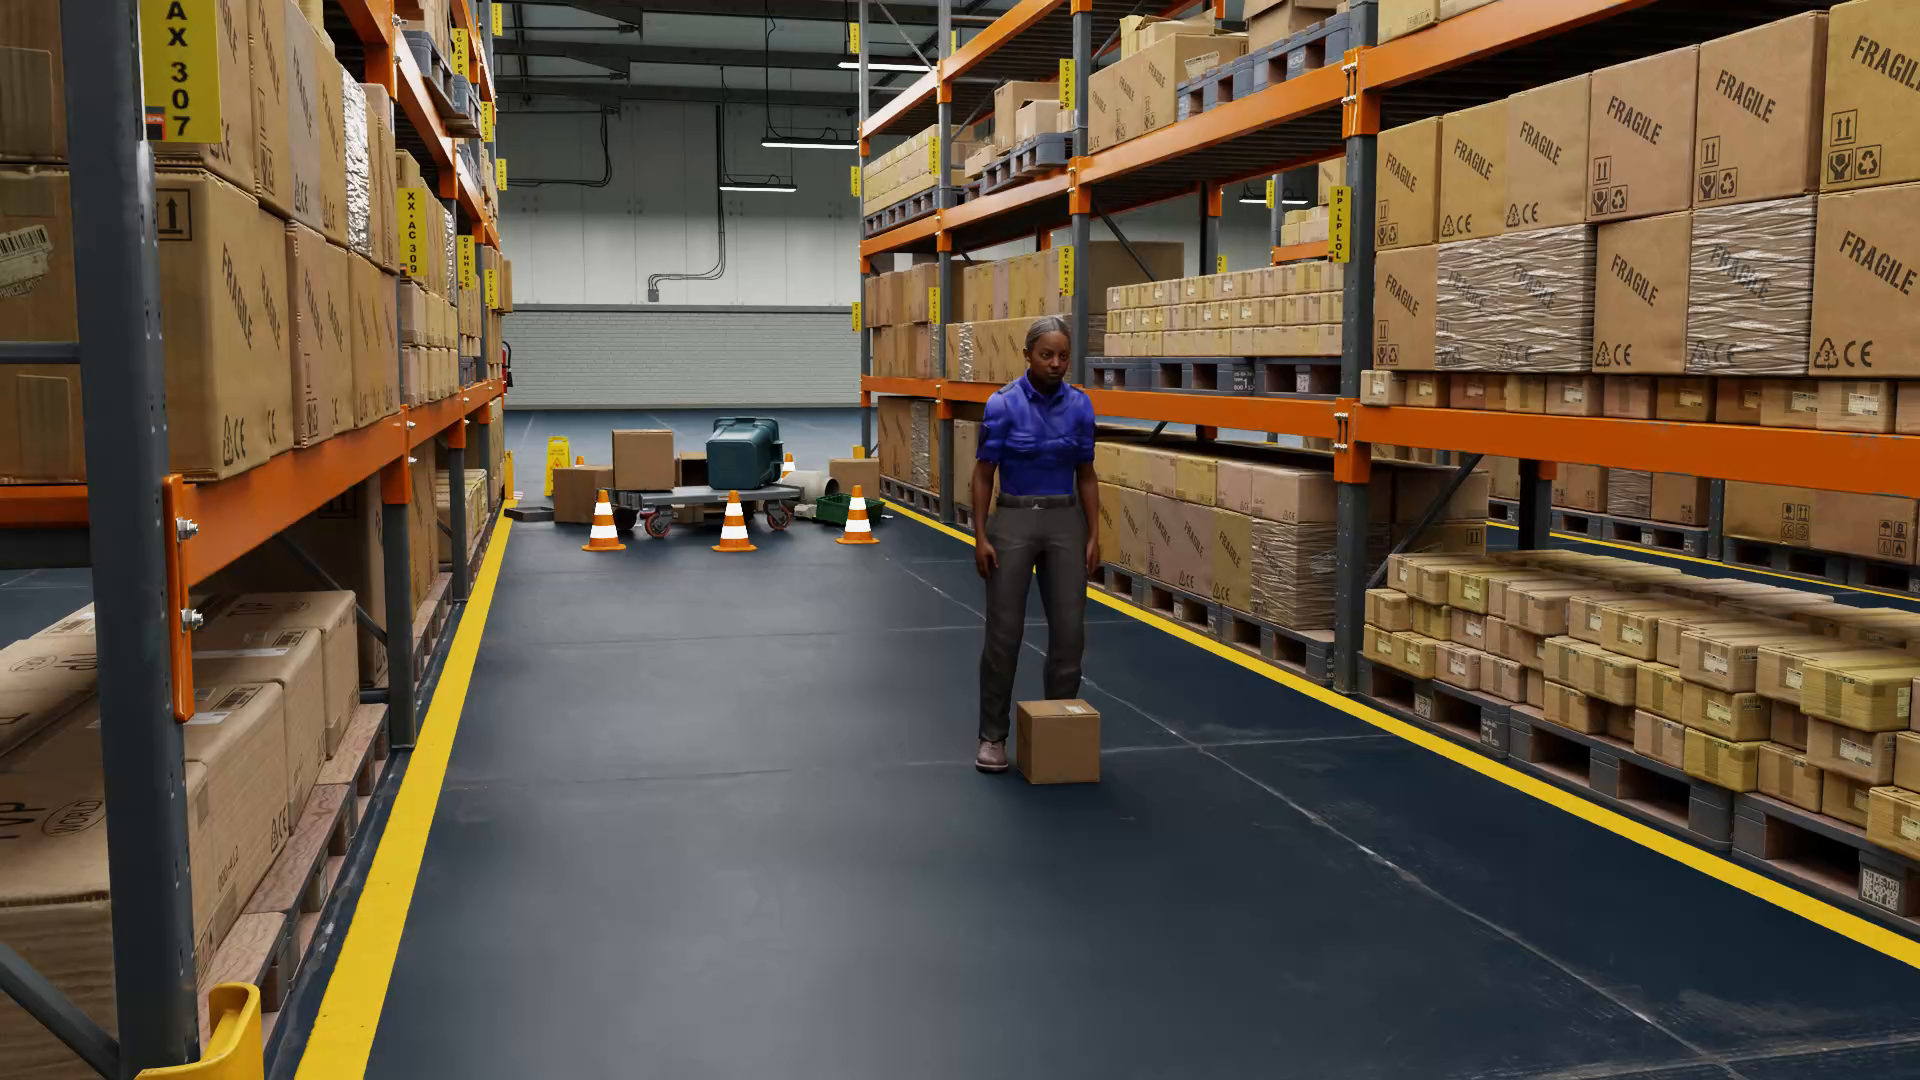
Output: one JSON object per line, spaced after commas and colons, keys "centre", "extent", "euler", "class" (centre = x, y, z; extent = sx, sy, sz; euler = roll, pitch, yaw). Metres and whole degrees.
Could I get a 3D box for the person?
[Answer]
{"centre": [0.288, 0.008, 6.139], "extent": [0.503, 1.654, 0.396], "euler": [-2, 6, -14], "class": "person"}
